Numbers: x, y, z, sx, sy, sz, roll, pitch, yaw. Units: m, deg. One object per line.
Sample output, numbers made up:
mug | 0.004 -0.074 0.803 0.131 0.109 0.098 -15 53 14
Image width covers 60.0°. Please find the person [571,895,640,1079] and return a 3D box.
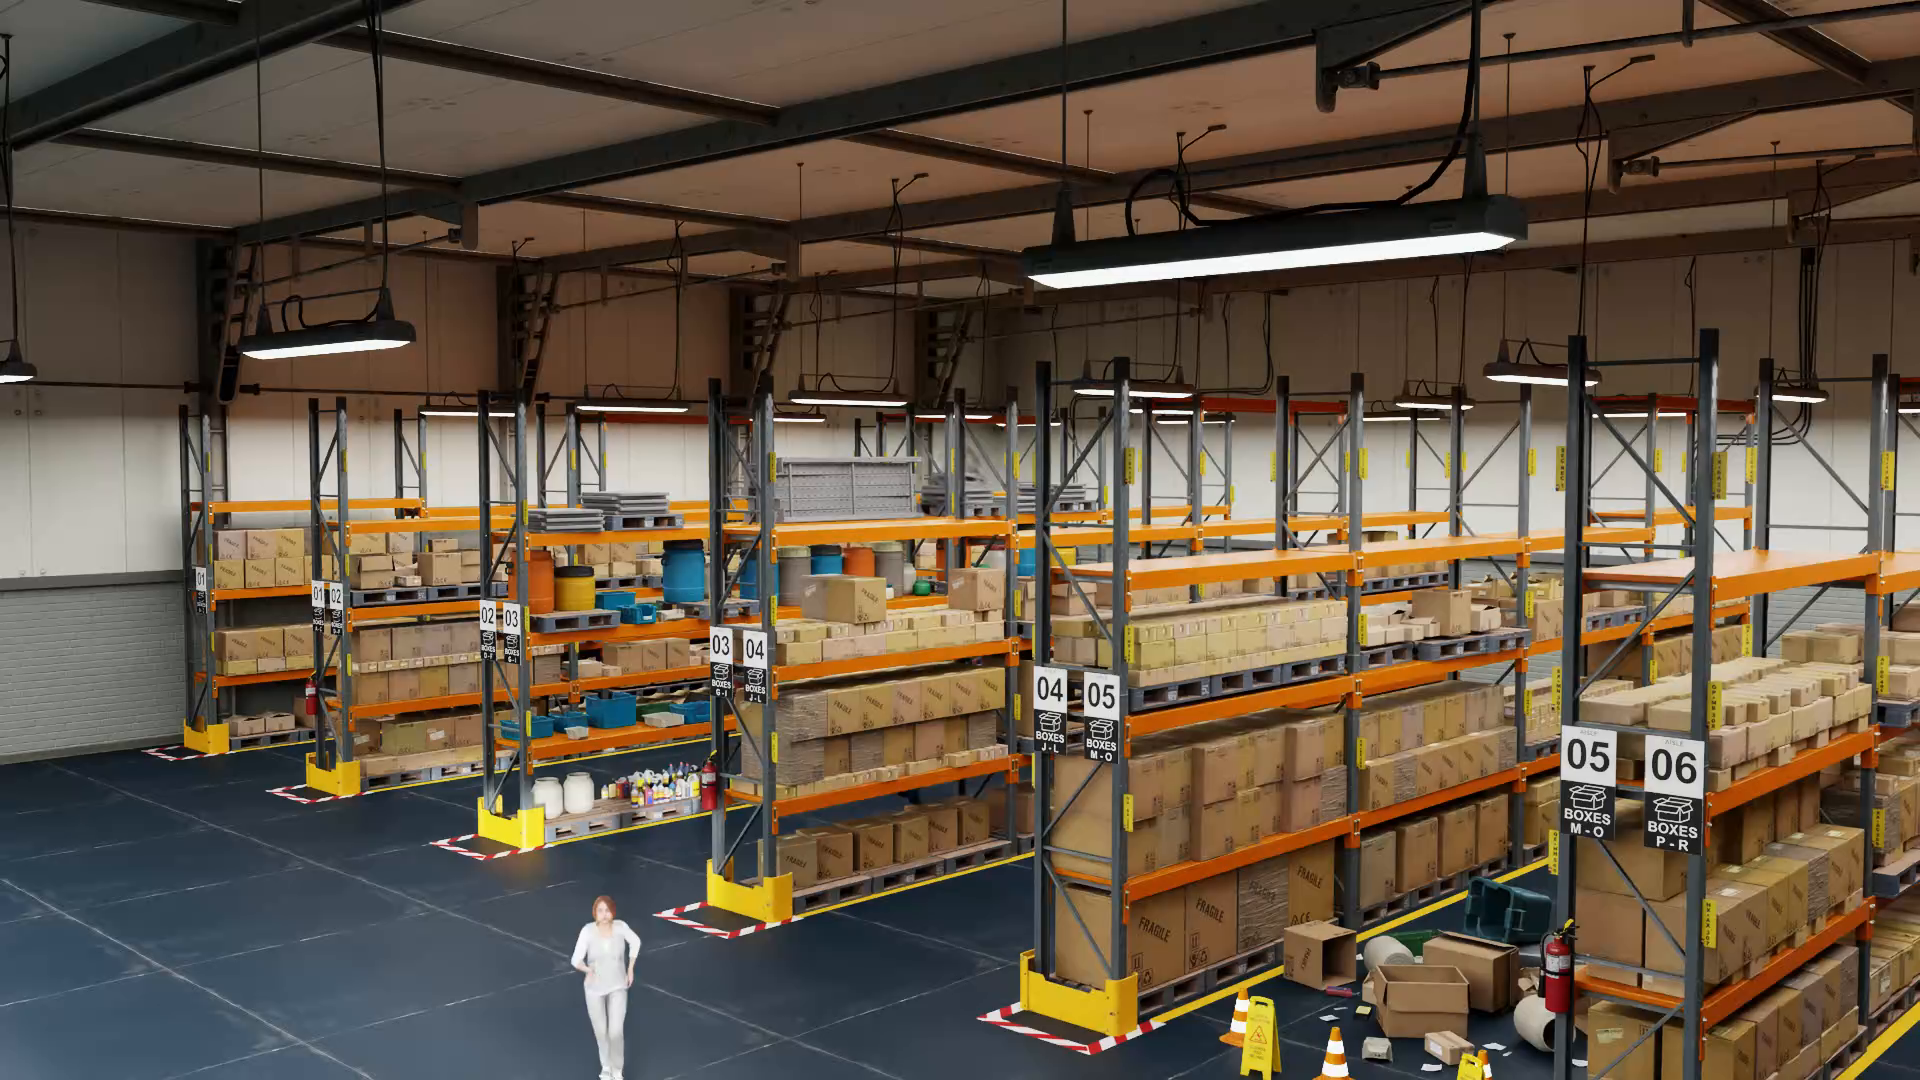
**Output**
person | -2.862 3.659 13.424 0.527 1.609 0.676 0 3 -6

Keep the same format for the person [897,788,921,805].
person | -0.677 3.173 23.069 0.537 1.560 0.538 2 4 36
